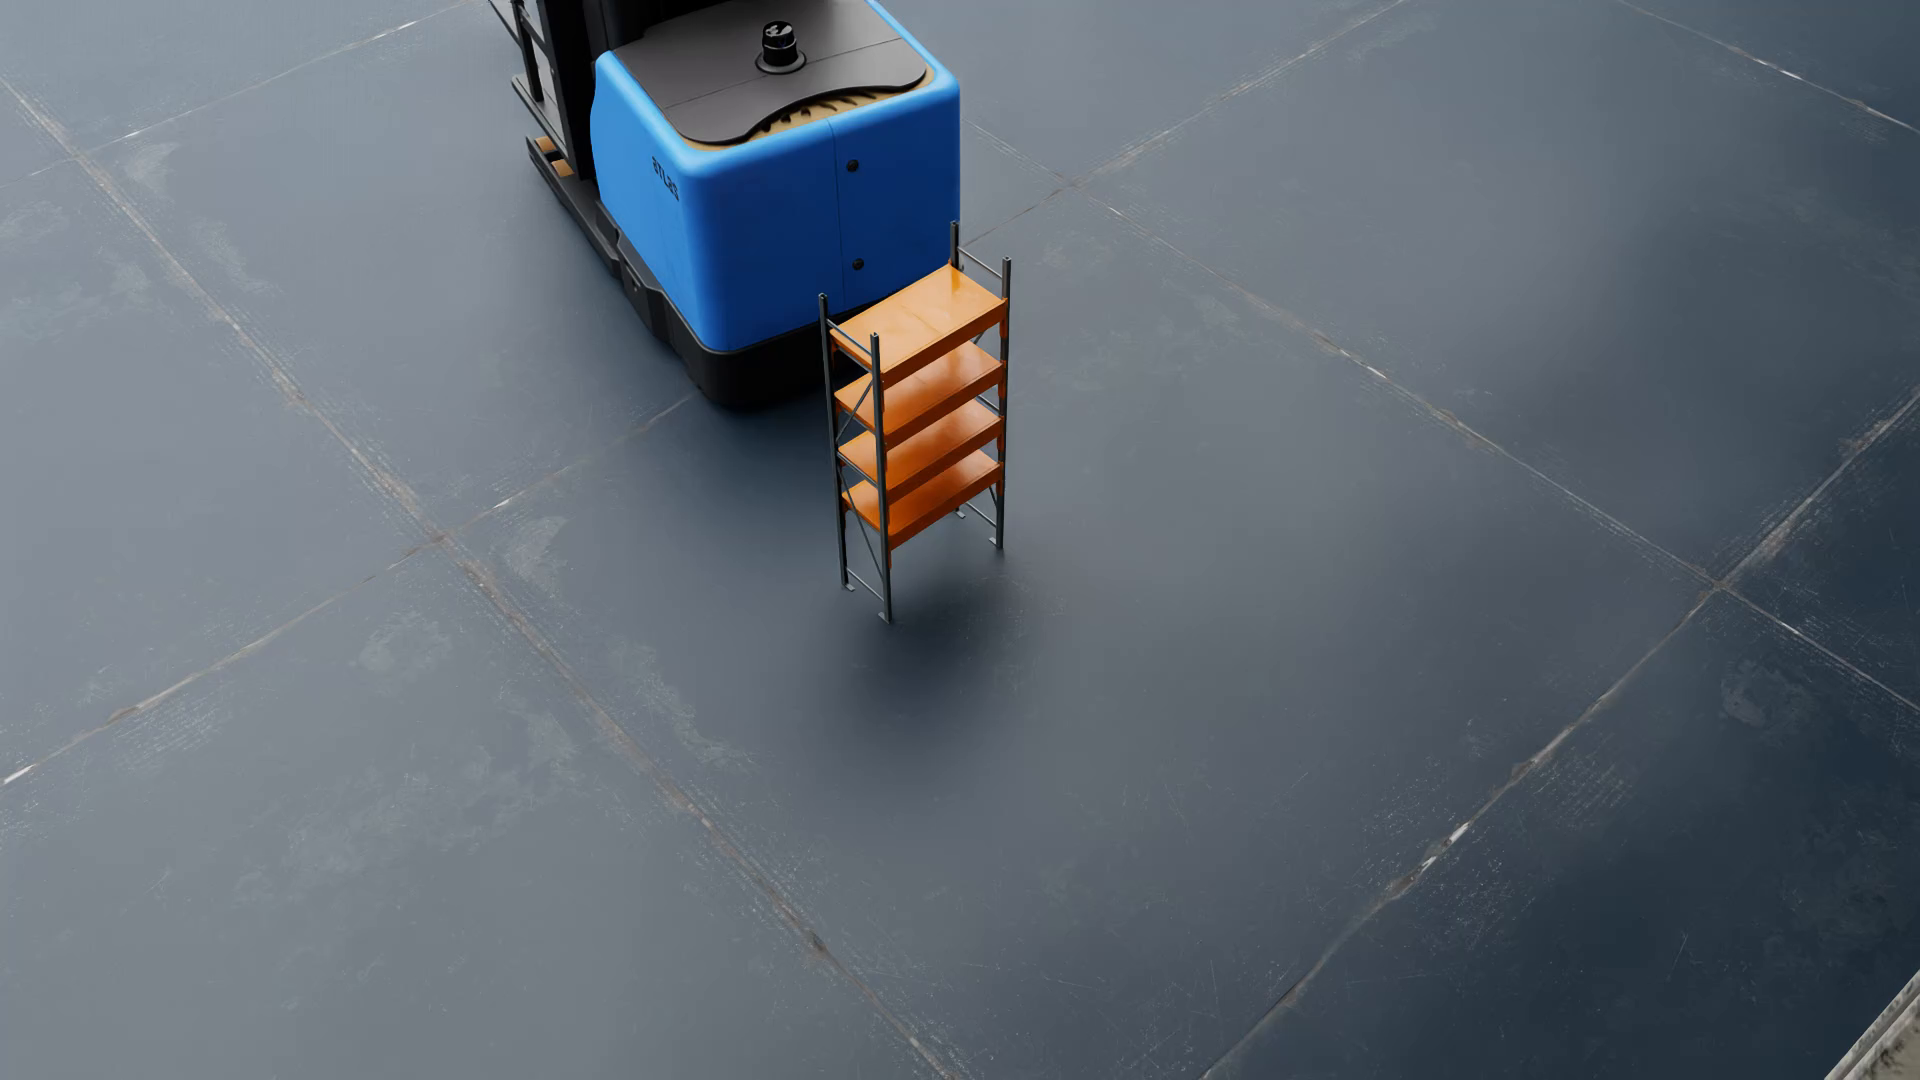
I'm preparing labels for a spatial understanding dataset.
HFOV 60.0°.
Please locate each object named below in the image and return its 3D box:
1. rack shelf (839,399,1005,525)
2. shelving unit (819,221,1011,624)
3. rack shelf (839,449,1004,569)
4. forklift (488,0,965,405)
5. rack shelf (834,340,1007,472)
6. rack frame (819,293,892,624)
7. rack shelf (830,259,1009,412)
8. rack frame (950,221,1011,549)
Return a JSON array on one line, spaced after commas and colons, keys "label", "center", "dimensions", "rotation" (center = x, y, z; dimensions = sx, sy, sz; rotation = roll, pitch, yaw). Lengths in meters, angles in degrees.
[{"label": "rack shelf", "center": [-0.122, -0.279, 5.112], "dimensions": [0.480, 0.148, 0.258], "rotation": [-34, 56, -27]}, {"label": "shelving unit", "center": [-0.122, -0.325, 5.062], "dimensions": [0.503, 1.200, 0.258], "rotation": [-34, 56, -27]}, {"label": "rack shelf", "center": [-0.122, -0.145, 5.258], "dimensions": [0.480, 0.148, 0.258], "rotation": [-34, 56, -27]}, {"label": "forklift", "center": [-1.151, -2.553, 5.941], "dimensions": [1.130, 2.935, 3.031], "rotation": [-23, 51, -20]}, {"label": "rack shelf", "center": [-0.122, -0.431, 4.947], "dimensions": [0.480, 0.148, 0.258], "rotation": [-34, 56, -27]}, {"label": "rack frame", "center": [-0.303, -0.204, 4.951], "dimensions": [0.015, 1.200, 0.240], "rotation": [-34, 56, -27]}, {"label": "rack shelf", "center": [-0.122, -0.591, 4.774], "dimensions": [0.480, 0.148, 0.258], "rotation": [-34, 56, -27]}, {"label": "rack frame", "center": [0.058, -0.446, 5.174], "dimensions": [0.015, 1.200, 0.240], "rotation": [-34, 56, -27]}]
